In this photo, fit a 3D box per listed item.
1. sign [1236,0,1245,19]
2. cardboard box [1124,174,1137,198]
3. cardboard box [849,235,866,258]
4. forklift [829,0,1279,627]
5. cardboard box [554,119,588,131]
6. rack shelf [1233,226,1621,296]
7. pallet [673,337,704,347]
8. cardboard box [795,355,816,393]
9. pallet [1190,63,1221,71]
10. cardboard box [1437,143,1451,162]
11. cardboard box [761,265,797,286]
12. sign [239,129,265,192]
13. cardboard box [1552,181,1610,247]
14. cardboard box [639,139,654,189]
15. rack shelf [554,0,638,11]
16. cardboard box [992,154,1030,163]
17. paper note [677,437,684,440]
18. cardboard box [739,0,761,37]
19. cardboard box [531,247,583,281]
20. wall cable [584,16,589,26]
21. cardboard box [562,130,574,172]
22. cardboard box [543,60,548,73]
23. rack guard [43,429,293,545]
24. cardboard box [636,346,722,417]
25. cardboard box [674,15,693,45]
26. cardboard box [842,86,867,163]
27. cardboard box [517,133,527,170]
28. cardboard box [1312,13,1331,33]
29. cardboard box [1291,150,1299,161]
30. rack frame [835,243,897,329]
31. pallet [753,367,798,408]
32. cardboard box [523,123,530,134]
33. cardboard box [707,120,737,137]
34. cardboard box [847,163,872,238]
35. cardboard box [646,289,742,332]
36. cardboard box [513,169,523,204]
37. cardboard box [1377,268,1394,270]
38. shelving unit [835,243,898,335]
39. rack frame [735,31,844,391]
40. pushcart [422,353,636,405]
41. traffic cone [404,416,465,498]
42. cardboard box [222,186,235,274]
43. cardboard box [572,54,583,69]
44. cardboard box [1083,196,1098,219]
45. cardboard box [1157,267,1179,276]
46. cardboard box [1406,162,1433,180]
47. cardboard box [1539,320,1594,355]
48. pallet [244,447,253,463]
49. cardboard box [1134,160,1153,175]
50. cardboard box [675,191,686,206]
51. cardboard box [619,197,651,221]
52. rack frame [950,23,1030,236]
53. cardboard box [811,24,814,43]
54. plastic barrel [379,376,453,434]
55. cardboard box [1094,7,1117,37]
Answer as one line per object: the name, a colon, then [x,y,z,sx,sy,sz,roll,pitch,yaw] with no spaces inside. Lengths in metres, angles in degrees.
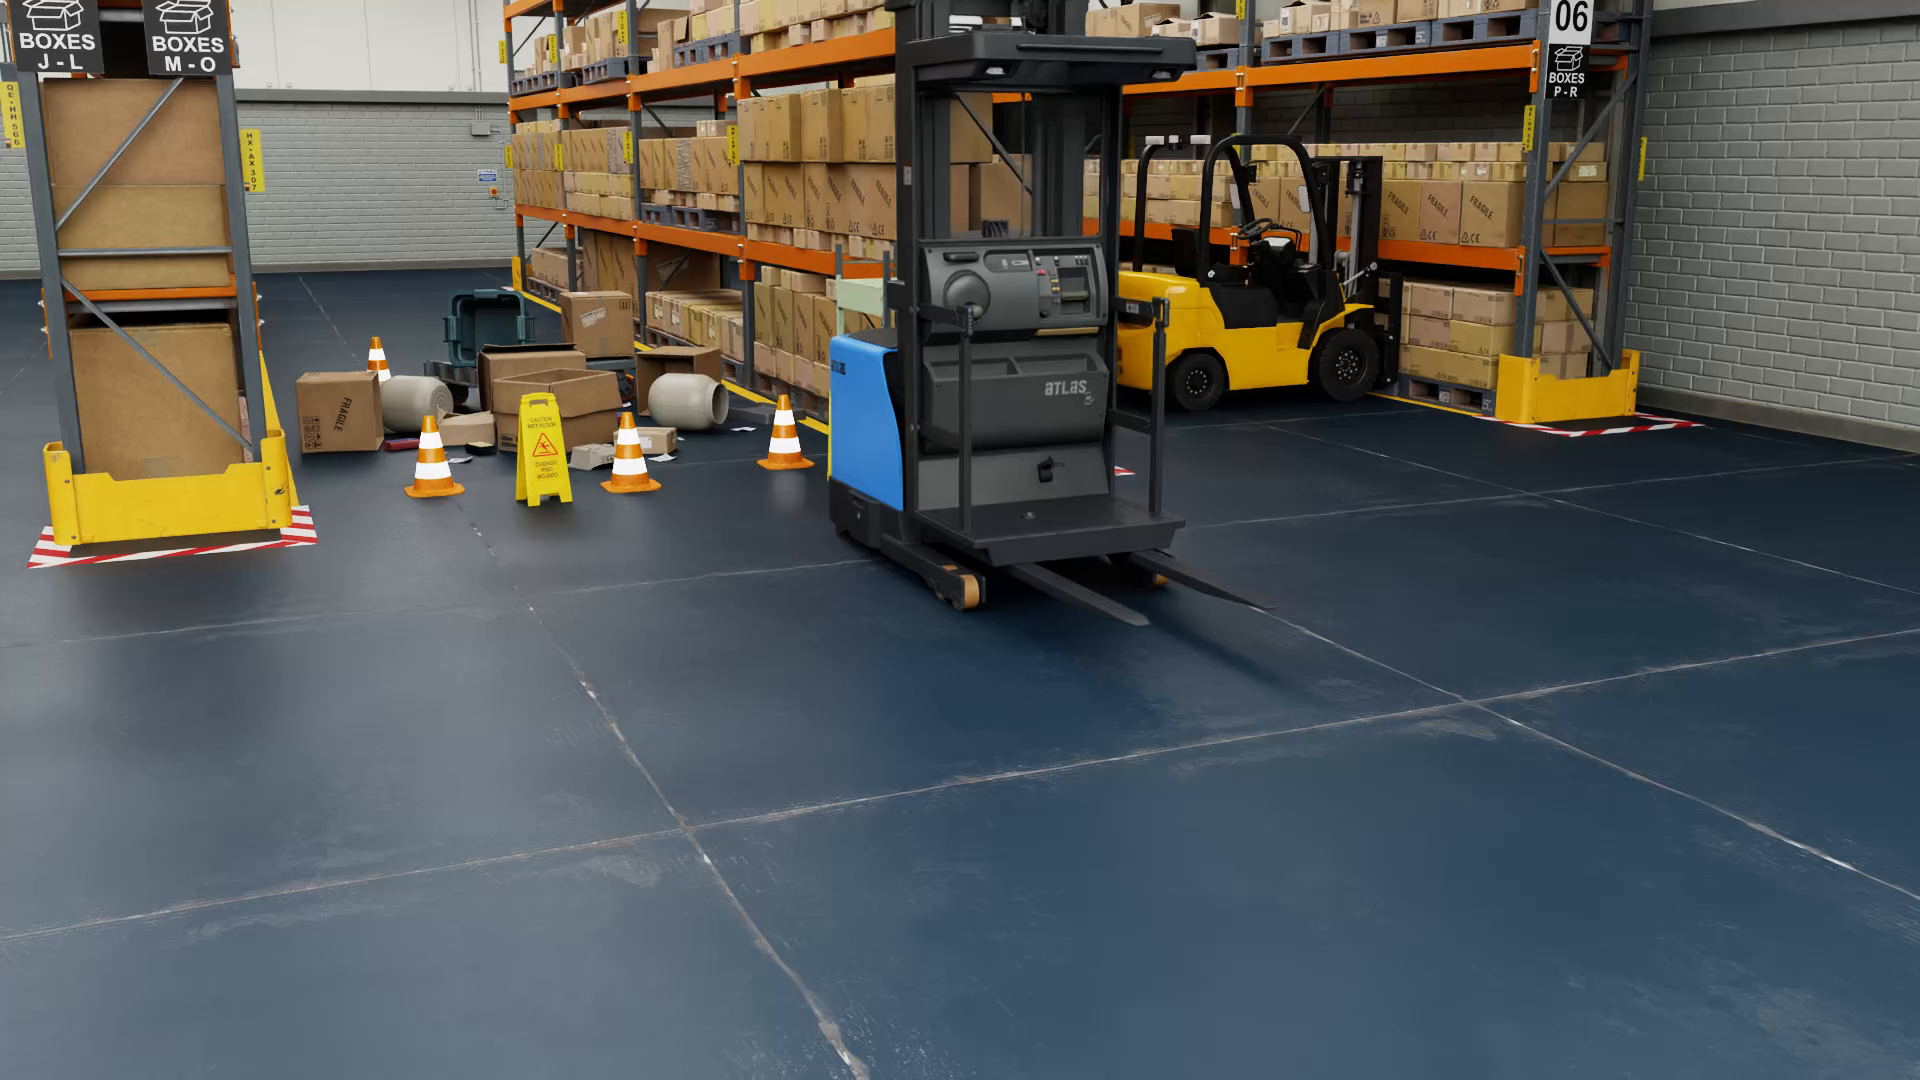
sign: [2.650,-5.080,15.669,0.100,0.325,0.005,-6,14,-23]
cardboard box: [2.115,-3.831,17.994,0.500,0.250,0.500,-5,14,-22]
cardboard box: [-0.564,-2.072,11.727,0.380,0.149,0.250,-5,14,-22]
forklift: [0.362,-1.221,7.646,1.130,2.935,3.031,-6,14,-24]
cardboard box: [-5.023,-5.355,21.476,0.380,0.149,0.250,-6,14,-24]
rack shelf: [3.944,-2.501,14.618,1.077,0.370,4.000,-6,14,-23]
pallet: [-2.209,-1.870,16.481,1.003,0.211,1.213,-6,14,-23]
cardboard box: [-0.976,-1.315,13.067,0.500,0.250,0.500,-6,14,-24]
pallet: [2.345,-5.097,18.008,1.003,0.211,1.213,-5,14,-20]
cardboard box: [4.120,-3.160,13.553,0.380,0.149,0.250,-6,14,-23]
cardboard box: [-1.420,-2.184,13.719,0.380,0.149,0.250,-5,14,-22]
sign: [-3.785,-2.030,8.893,0.100,0.325,0.005,-6,14,-23]
cardboard box: [4.801,-2.614,13.290,0.500,0.500,0.500,-5,14,-21]
cardboard box: [-3.038,-3.926,17.368,0.500,0.500,0.500,-6,14,-25]
rack shelf: [-3.807,-6.432,19.187,1.077,0.370,4.000,-6,14,-23]
cardboard box: [0.717,-4.666,21.218,0.797,0.503,0.637,-6,14,-24]
paper note: [-2.022,-0.732,12.010,0.032,0.001,0.123,-6,14,-23]
cardboard box: [-1.478,-4.233,13.527,0.500,0.250,0.500,-6,14,-24]
cardboard box: [-5.855,-4.123,24.785,0.875,0.438,0.875,-6,14,-25]
wall cable: [-5.490,-9.696,30.725,2.988,3.039,0.133,-6,14,-23]
cardboard box: [-4.695,-4.887,20.894,0.500,0.500,0.500,-5,14,-22]
cardboard box: [-5.263,-6.218,21.835,0.380,0.149,0.250,-5,14,-22]
rack guard: [-4.287,-0.298,9.049,1.175,0.500,0.348,-6,14,-23]
cardboard box: [-2.221,-1.254,13.175,0.500,0.500,0.500,4,14,16]
cardboard box: [-2.369,-4.841,16.252,0.797,0.503,0.637,-6,14,-23]
cardboard box: [-0.402,-2.861,11.479,0.700,0.500,0.500,-5,14,-22]
cardboard box: [-6.066,-5.599,23.971,0.500,0.500,0.500,-6,14,-24]
cardboard box: [3.352,-4.578,14.748,0.380,0.149,0.250,-5,14,-21]
cardboard box: [3.297,-3.584,15.381,0.380,0.149,0.250,-6,14,-24]
rack frame: [-0.534,-0.994,9.839,0.400,1.500,0.023,-6,14,-24]
pallet: [-1.102,-1.321,14.110,1.003,0.211,1.213,-6,14,-23]
cardboard box: [-6.031,-5.883,23.760,0.380,0.149,0.250,-6,14,-25]
cardboard box: [-2.084,-3.746,15.150,0.380,0.149,0.250,-6,14,-25]
cardboard box: [-0.468,-2.374,11.592,0.500,0.500,0.500,-6,14,-23]
cardboard box: [-2.789,-2.448,17.693,0.950,0.372,0.625,-7,15,-27]
cardboard box: [-6.281,-5.218,24.542,0.500,0.500,0.500,-6,14,-23]
cardboard box: [3.734,-2.429,15.662,0.500,0.250,0.500,-6,14,-24]
shelving unit: [-0.382,-0.919,9.515,0.431,1.500,0.755,-6,14,-24]
rack frame: [-1.404,-2.815,14.381,1.000,3.000,0.127,-6,14,-23]
pushcart: [-3.473,-1.321,13.743,1.648,0.377,0.936,-12,18,-42]
traffic cone: [-3.208,-0.523,10.103,0.336,0.463,0.334,-6,14,-23]
cardboard box: [-4.836,-1.905,10.117,0.875,0.550,0.550,-6,14,-23]
cardboard box: [-4.422,-5.727,19.897,0.380,0.166,0.250,-7,15,-27]
cardboard box: [1.691,-3.800,18.967,0.500,0.250,0.500,-6,14,-24]
cardboard box: [2.620,-2.580,17.699,0.875,0.625,0.625,-6,14,-24]
cardboard box: [3.933,-3.061,13.785,0.380,0.149,0.250,-6,14,-25]
cardboard box: [4.747,-1.662,13.458,0.500,0.250,0.500,-5,14,-22]
pallet: [-4.688,-0.320,9.786,1.003,0.211,1.213,-6,14,-23]
cardboard box: [2.086,-3.989,17.791,0.380,0.149,0.250,-6,14,-24]
cardboard box: [-2.637,-3.416,16.604,0.380,0.149,0.250,-5,14,-20]
cardboard box: [-3.446,-3.650,18.319,0.500,0.250,0.500,-6,14,-25]
rack frame: [0.199,-1.989,10.811,1.000,3.000,0.127,-6,14,-23]
cardboard box: [-0.886,-3.748,12.318,0.380,0.149,0.250,-6,14,-23]
plastic barrel: [-4.039,-0.996,12.236,0.512,0.421,0.421,4,14,16]
cardboard box: [1.901,-5.587,18.331,0.700,0.500,0.500,-6,14,-24]
